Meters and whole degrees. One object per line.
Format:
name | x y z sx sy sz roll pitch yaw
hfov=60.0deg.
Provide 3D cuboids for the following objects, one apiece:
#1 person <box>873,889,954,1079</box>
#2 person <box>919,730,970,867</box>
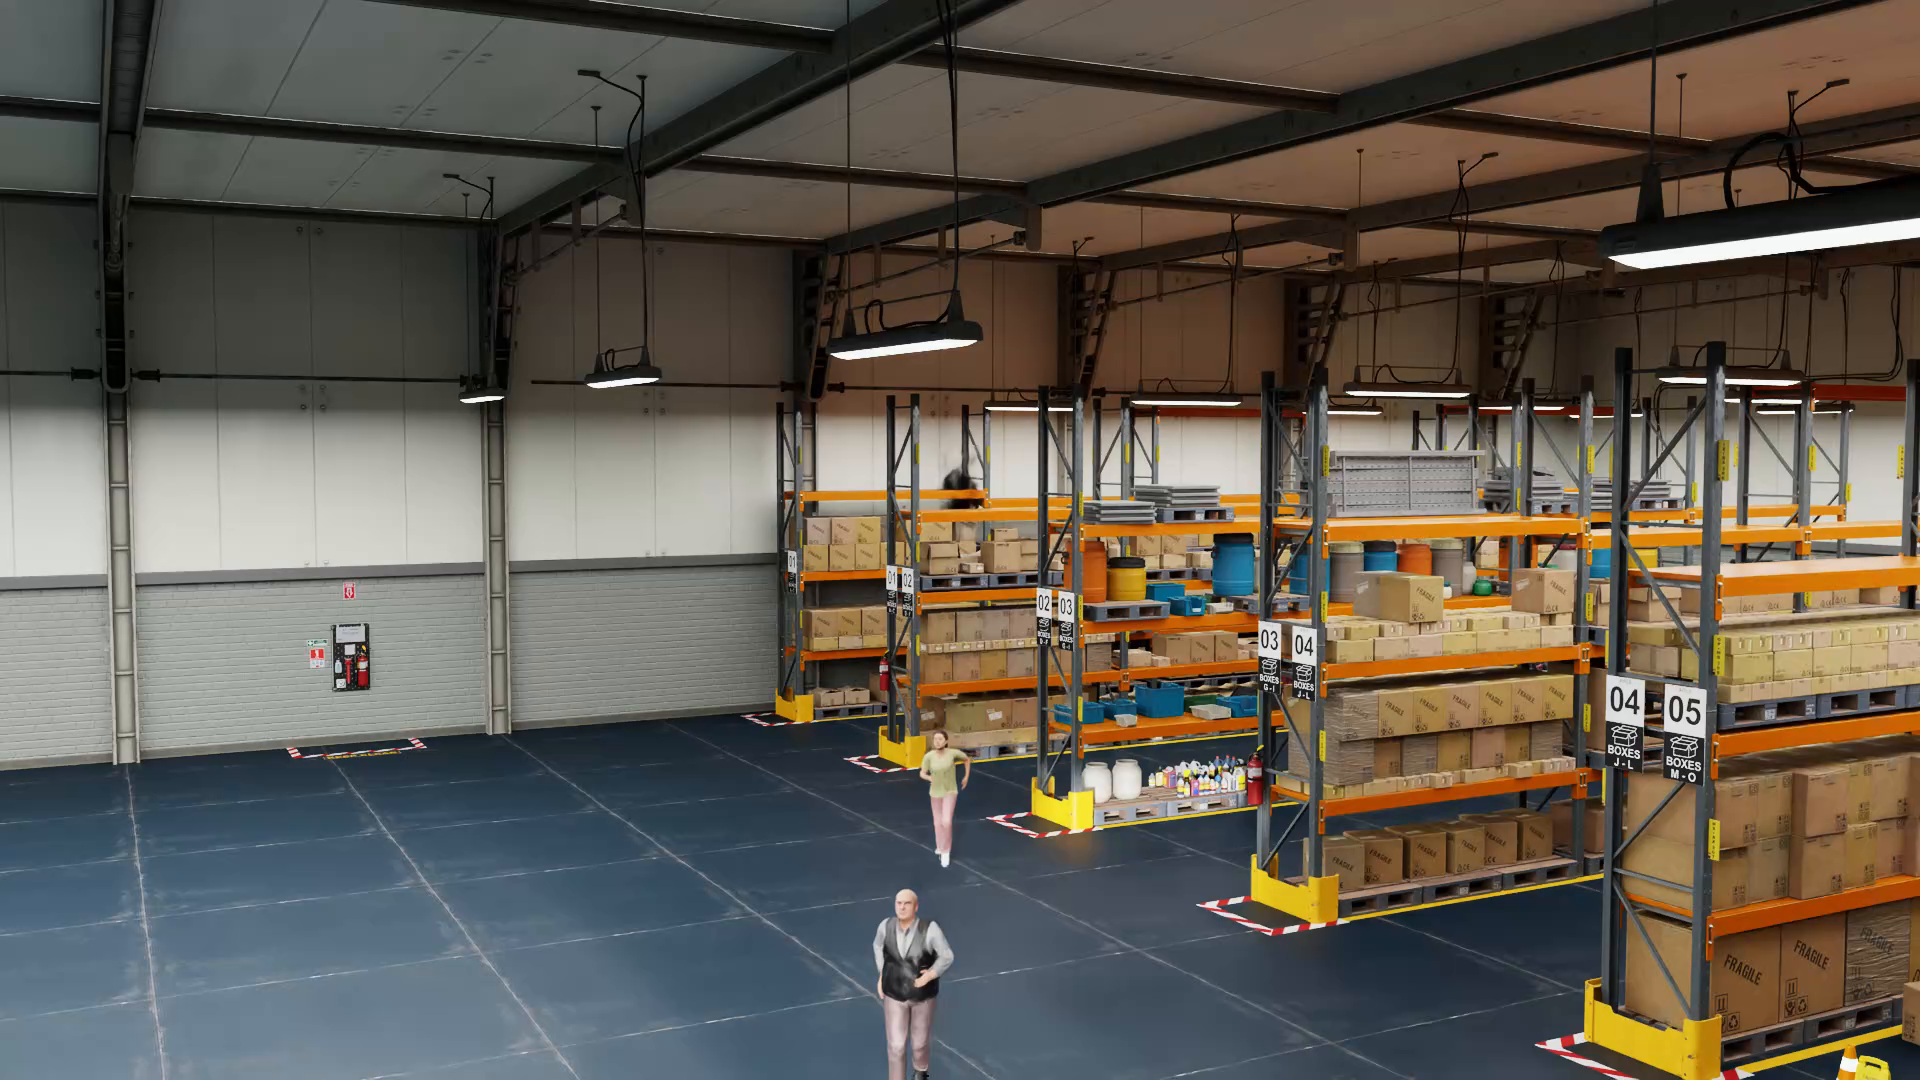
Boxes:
person | -0.366 3.601 12.937 0.656 1.685 0.836 0 3 5
person | -0.193 3.165 20.556 0.580 1.671 0.842 1 3 12
